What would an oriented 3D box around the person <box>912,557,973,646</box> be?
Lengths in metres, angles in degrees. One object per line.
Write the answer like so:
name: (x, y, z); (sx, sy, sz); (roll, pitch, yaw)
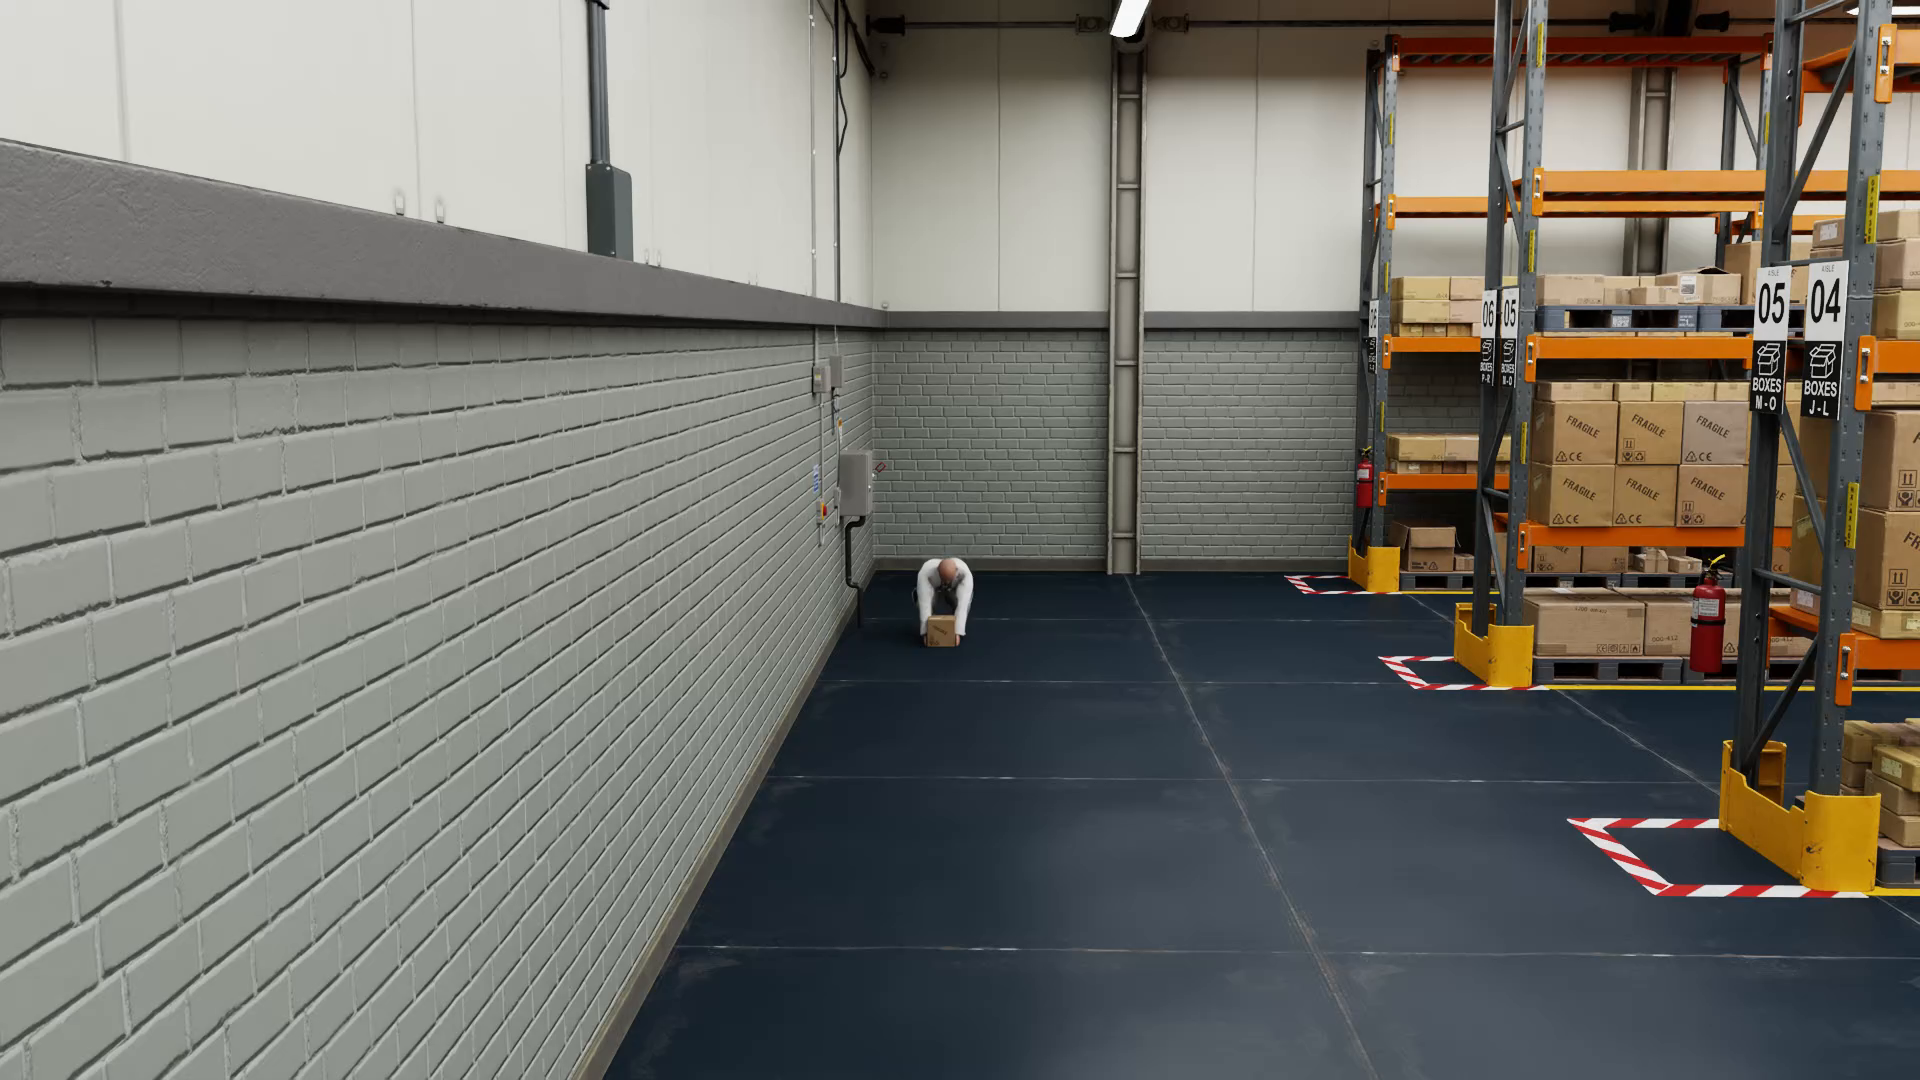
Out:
person: (-0.164, 0.561, 15.604); (0.581, 0.883, 0.922); (0, 7, 0)
